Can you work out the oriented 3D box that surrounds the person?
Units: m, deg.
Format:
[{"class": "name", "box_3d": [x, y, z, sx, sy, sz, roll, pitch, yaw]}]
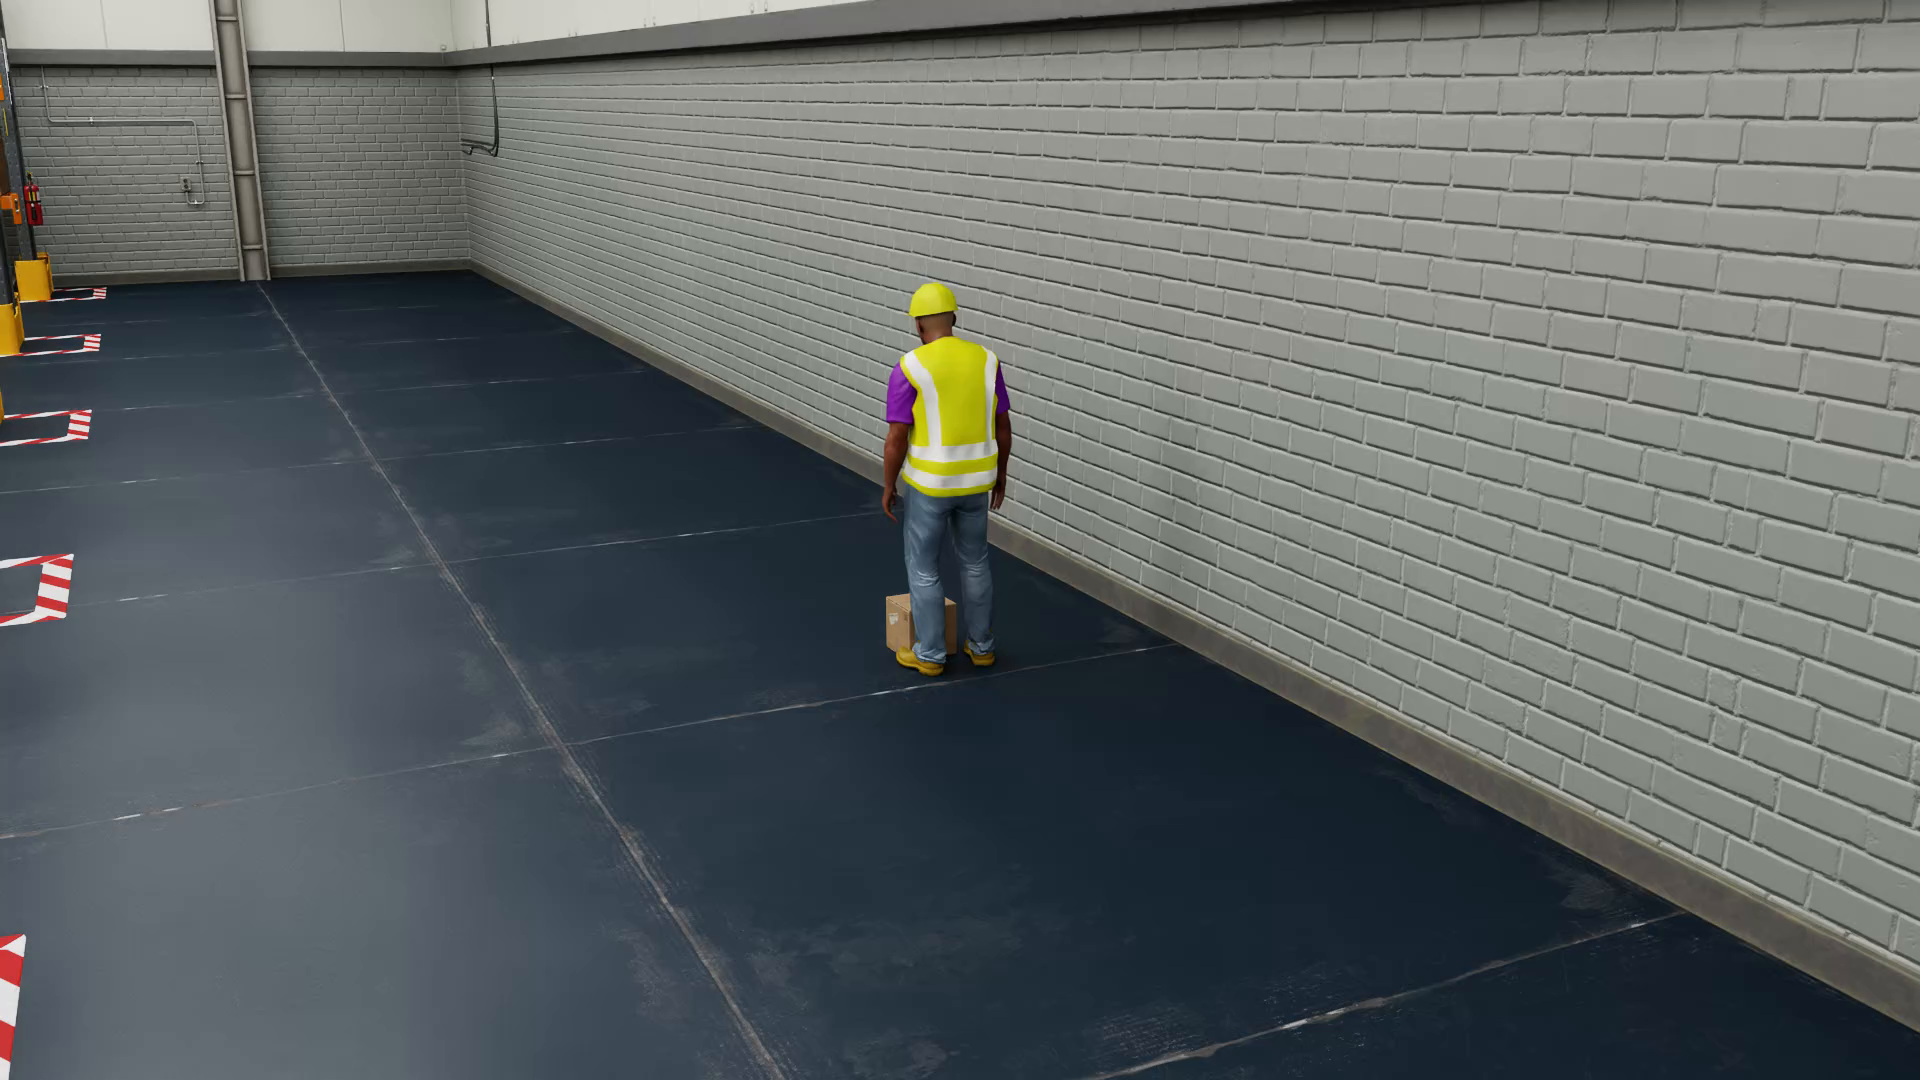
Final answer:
[{"class": "person", "box_3d": [-0.067, -0.272, 7.491, 0.626, 1.760, 0.461, -7, 17, -25]}]
